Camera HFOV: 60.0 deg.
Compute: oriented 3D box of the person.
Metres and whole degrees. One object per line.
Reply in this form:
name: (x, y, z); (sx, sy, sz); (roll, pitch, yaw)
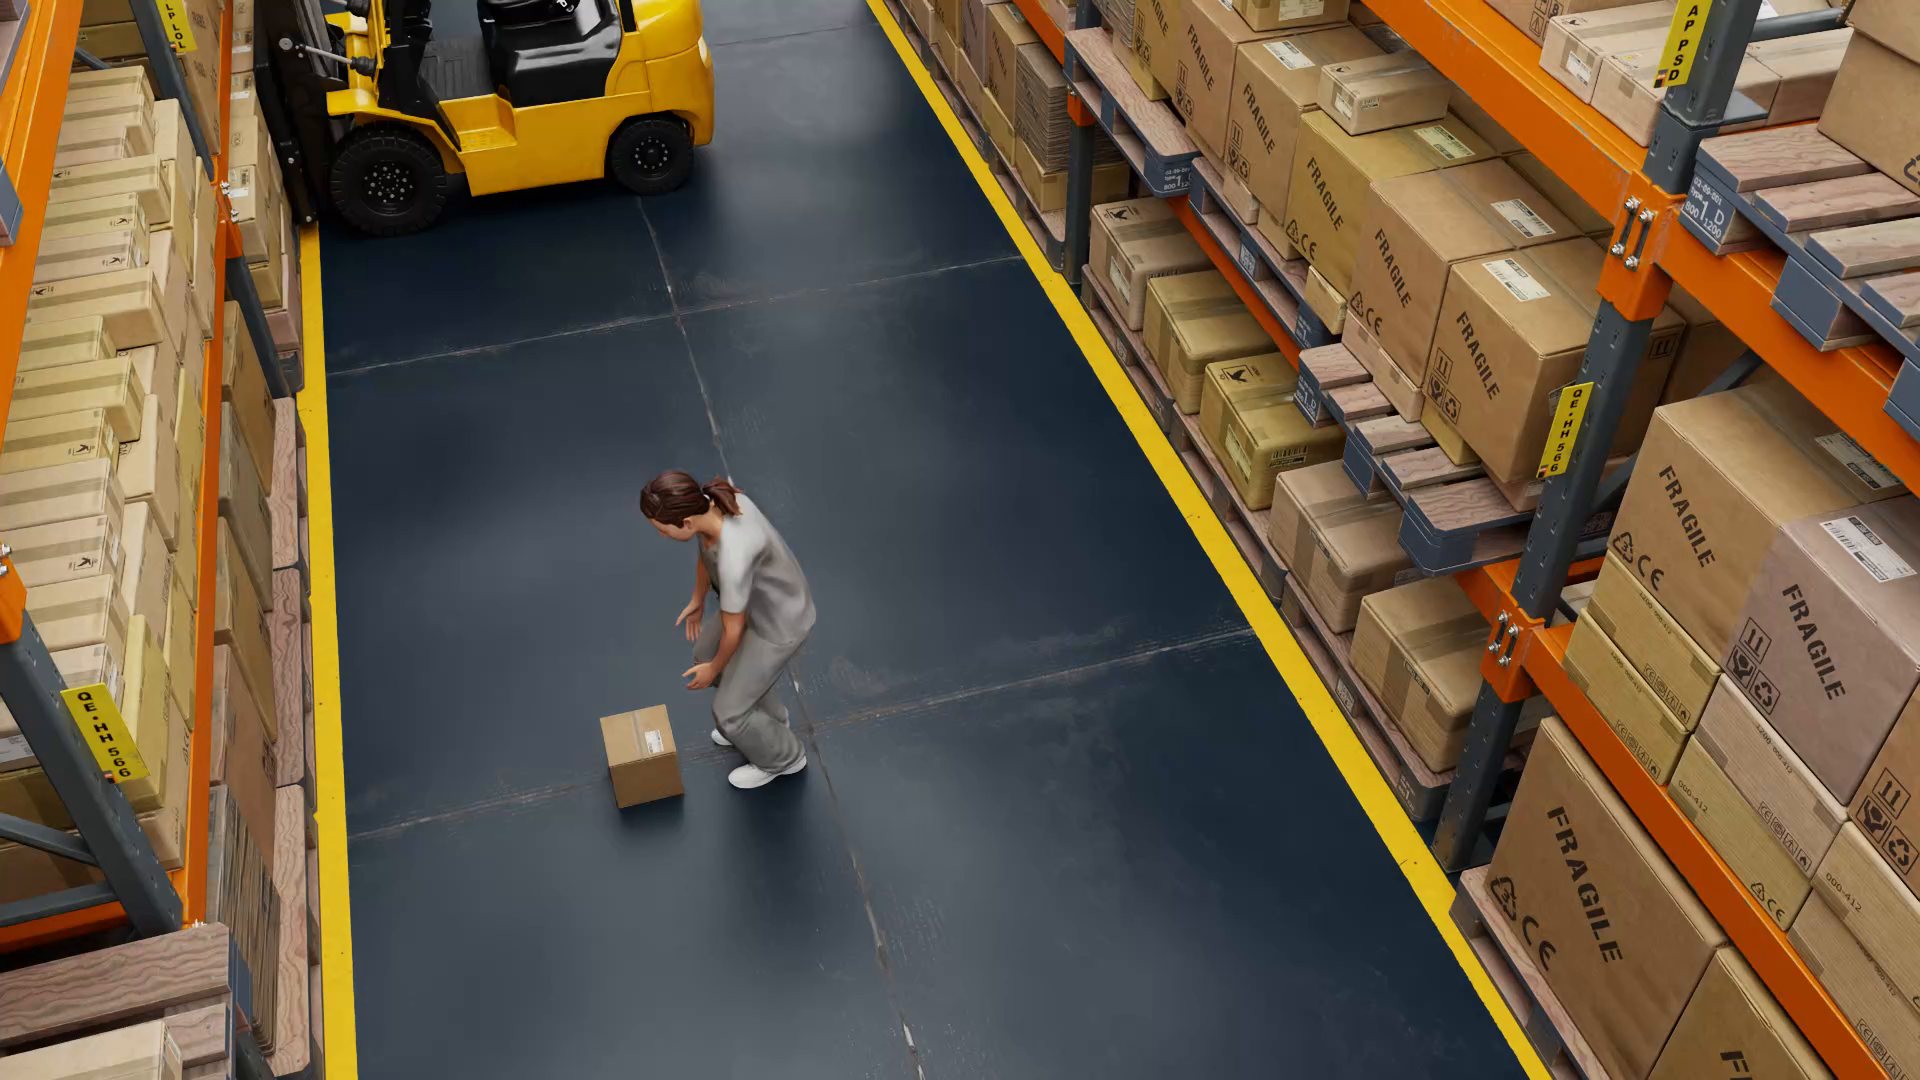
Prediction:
person: (-0.790, 0.308, 5.965); (0.553, 1.493, 0.486); (-12, 44, -12)
